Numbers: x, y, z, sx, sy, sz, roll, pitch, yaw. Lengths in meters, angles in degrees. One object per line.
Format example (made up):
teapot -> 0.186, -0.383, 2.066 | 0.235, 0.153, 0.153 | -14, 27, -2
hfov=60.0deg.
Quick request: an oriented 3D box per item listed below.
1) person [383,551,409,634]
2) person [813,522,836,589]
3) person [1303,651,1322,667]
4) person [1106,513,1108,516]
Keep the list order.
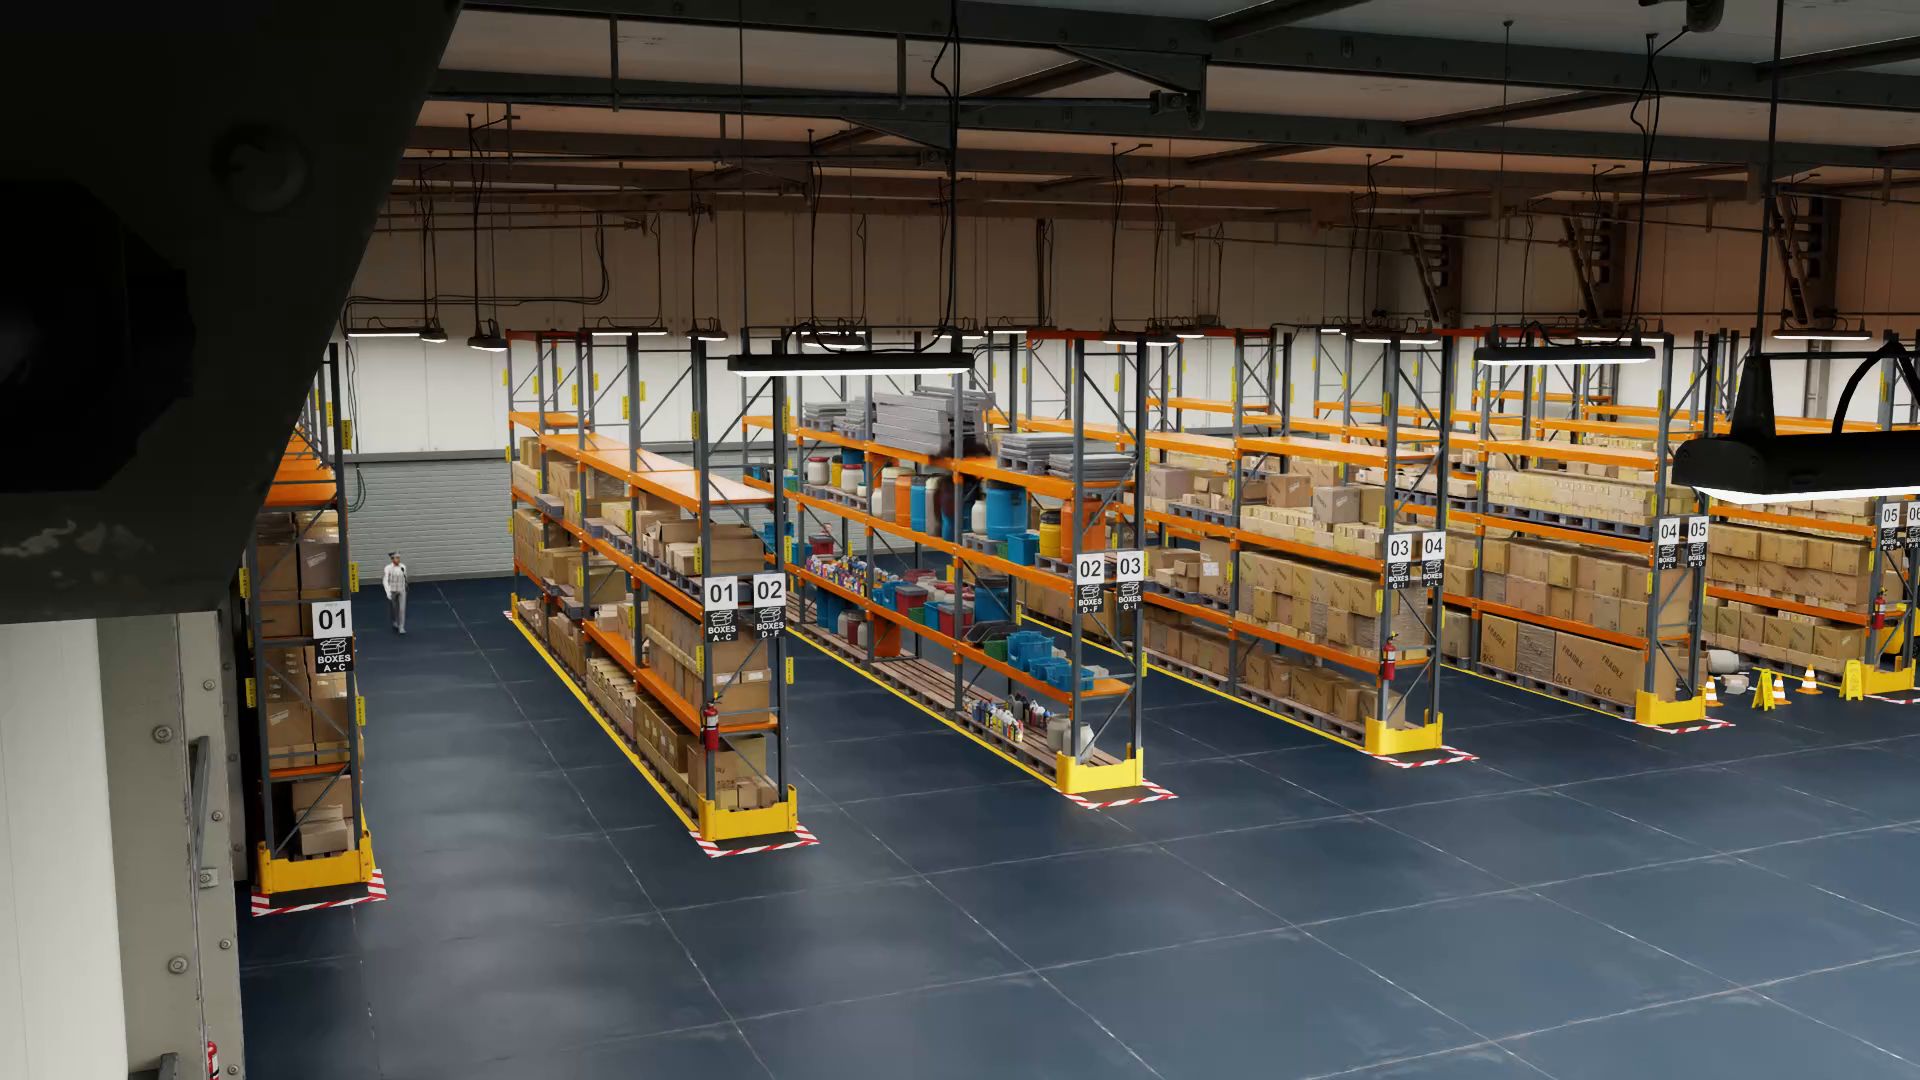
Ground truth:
person -> -11.234, 1.016, 33.126 | 0.471, 1.641, 0.962 | -2, 8, -16
person -> -3.005, 0.403, 37.696 | 0.498, 1.630, 0.957 | -5, 9, -33
person -> 6.213, 1.513, 29.289 | 0.551, 1.743, 0.538 | 4, 9, 24
person -> 3.346, -0.103, 40.782 | 0.628, 1.764, 0.539 | 7, 11, 43
